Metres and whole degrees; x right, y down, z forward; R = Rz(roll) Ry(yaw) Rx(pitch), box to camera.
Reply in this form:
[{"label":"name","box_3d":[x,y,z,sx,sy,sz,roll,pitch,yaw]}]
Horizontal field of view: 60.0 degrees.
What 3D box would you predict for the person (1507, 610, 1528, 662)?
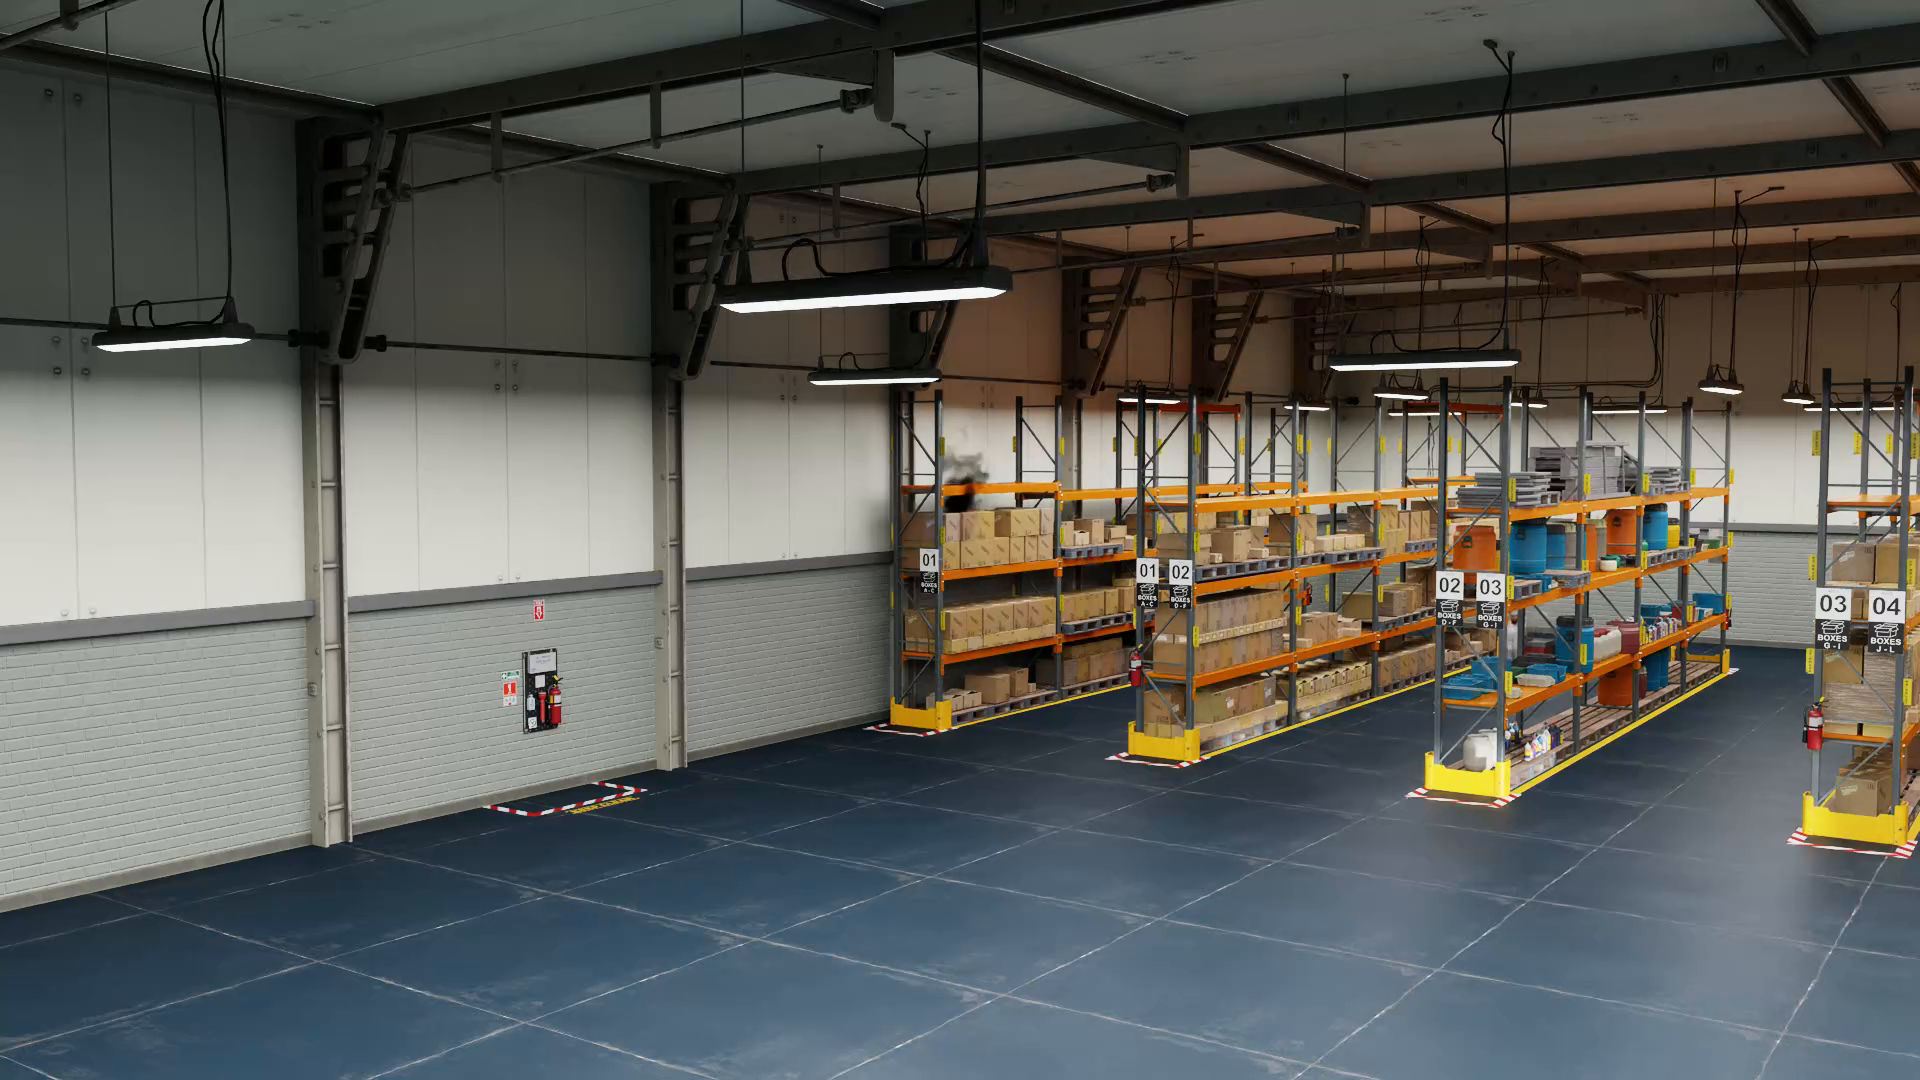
[{"label":"person","box_3d":[11.391,2.253,34.260,0.574,1.658,0.558,1,3,20]}]
